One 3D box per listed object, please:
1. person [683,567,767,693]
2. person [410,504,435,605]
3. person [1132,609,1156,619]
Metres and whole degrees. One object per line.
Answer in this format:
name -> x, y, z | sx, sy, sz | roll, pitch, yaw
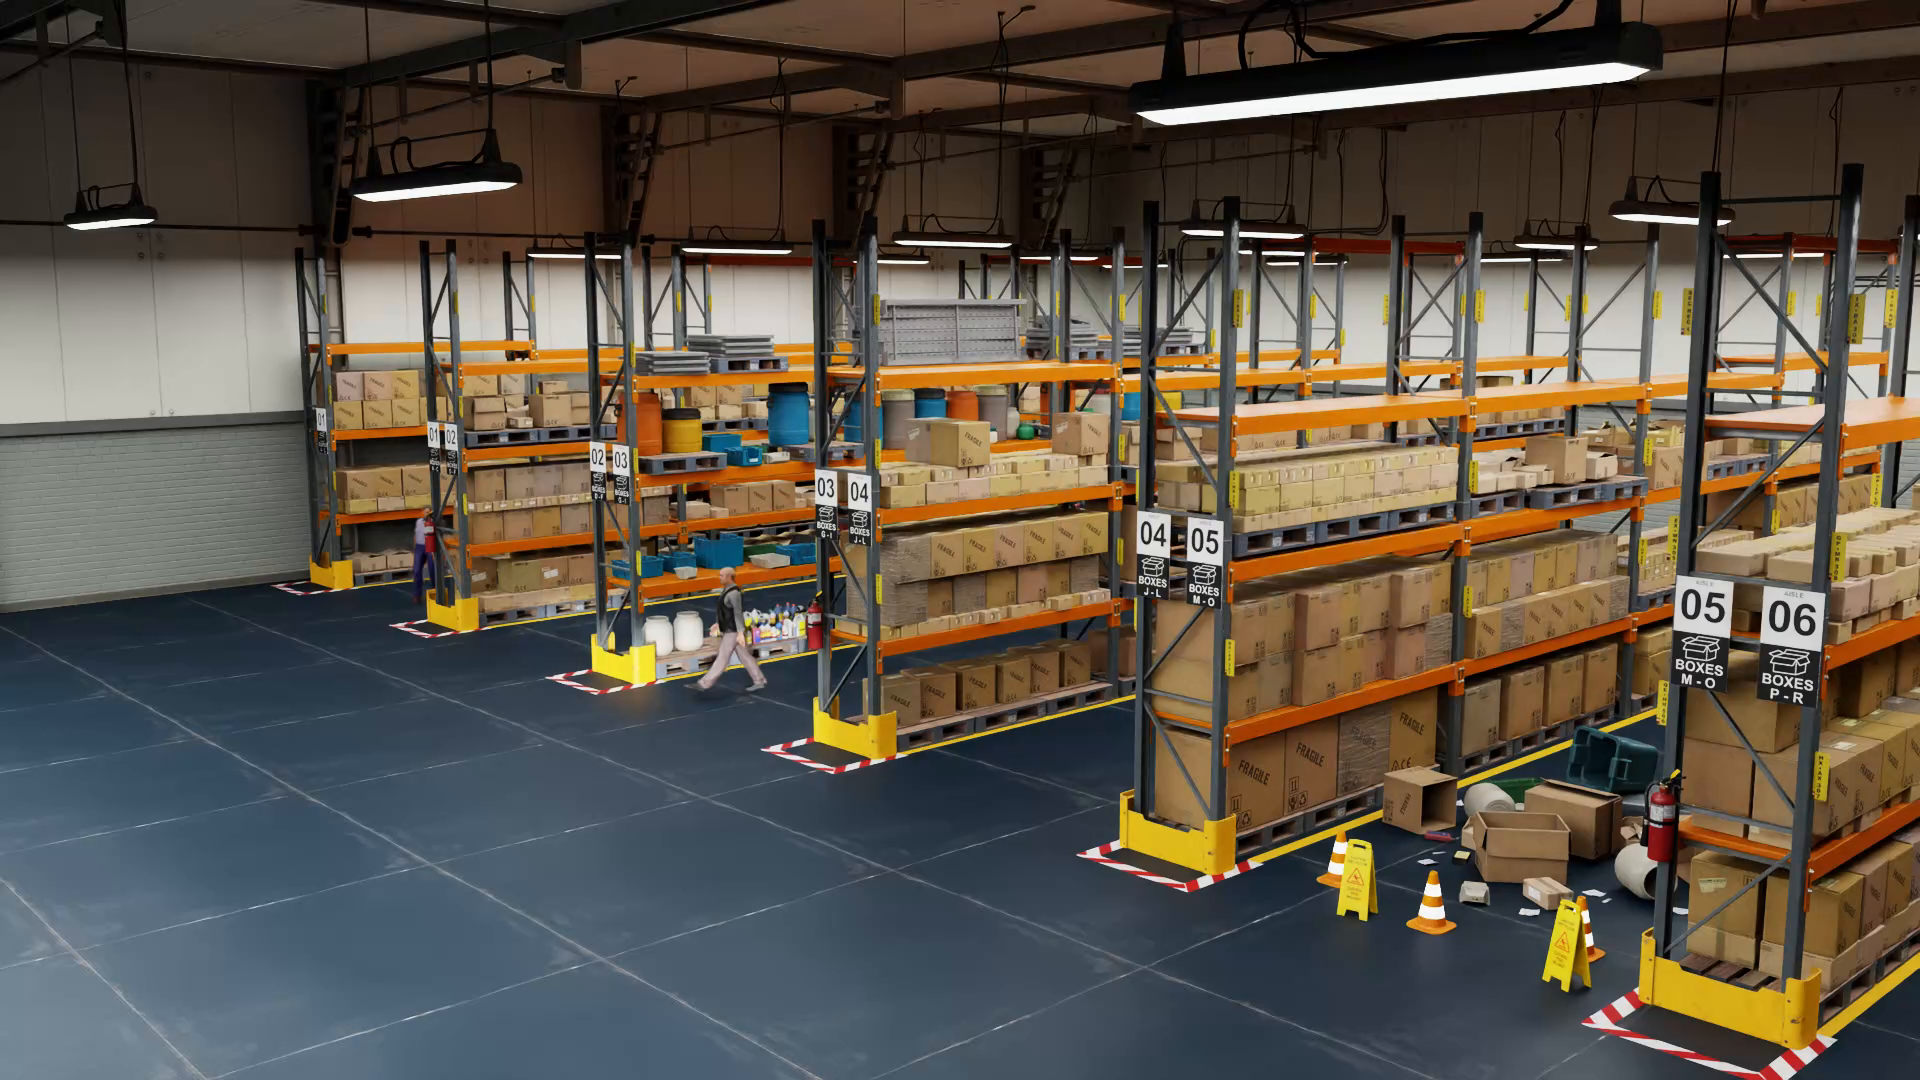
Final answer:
person -> -3.057, 1.168, 21.583 | 1.079, 1.661, 0.562 | -1, 8, -7
person -> -9.057, 0.247, 28.202 | 0.503, 1.685, 0.637 | 0, 8, 1
person -> 2.804, 0.676, 25.025 | 0.727, 1.678, 0.706 | -6, 10, -33
